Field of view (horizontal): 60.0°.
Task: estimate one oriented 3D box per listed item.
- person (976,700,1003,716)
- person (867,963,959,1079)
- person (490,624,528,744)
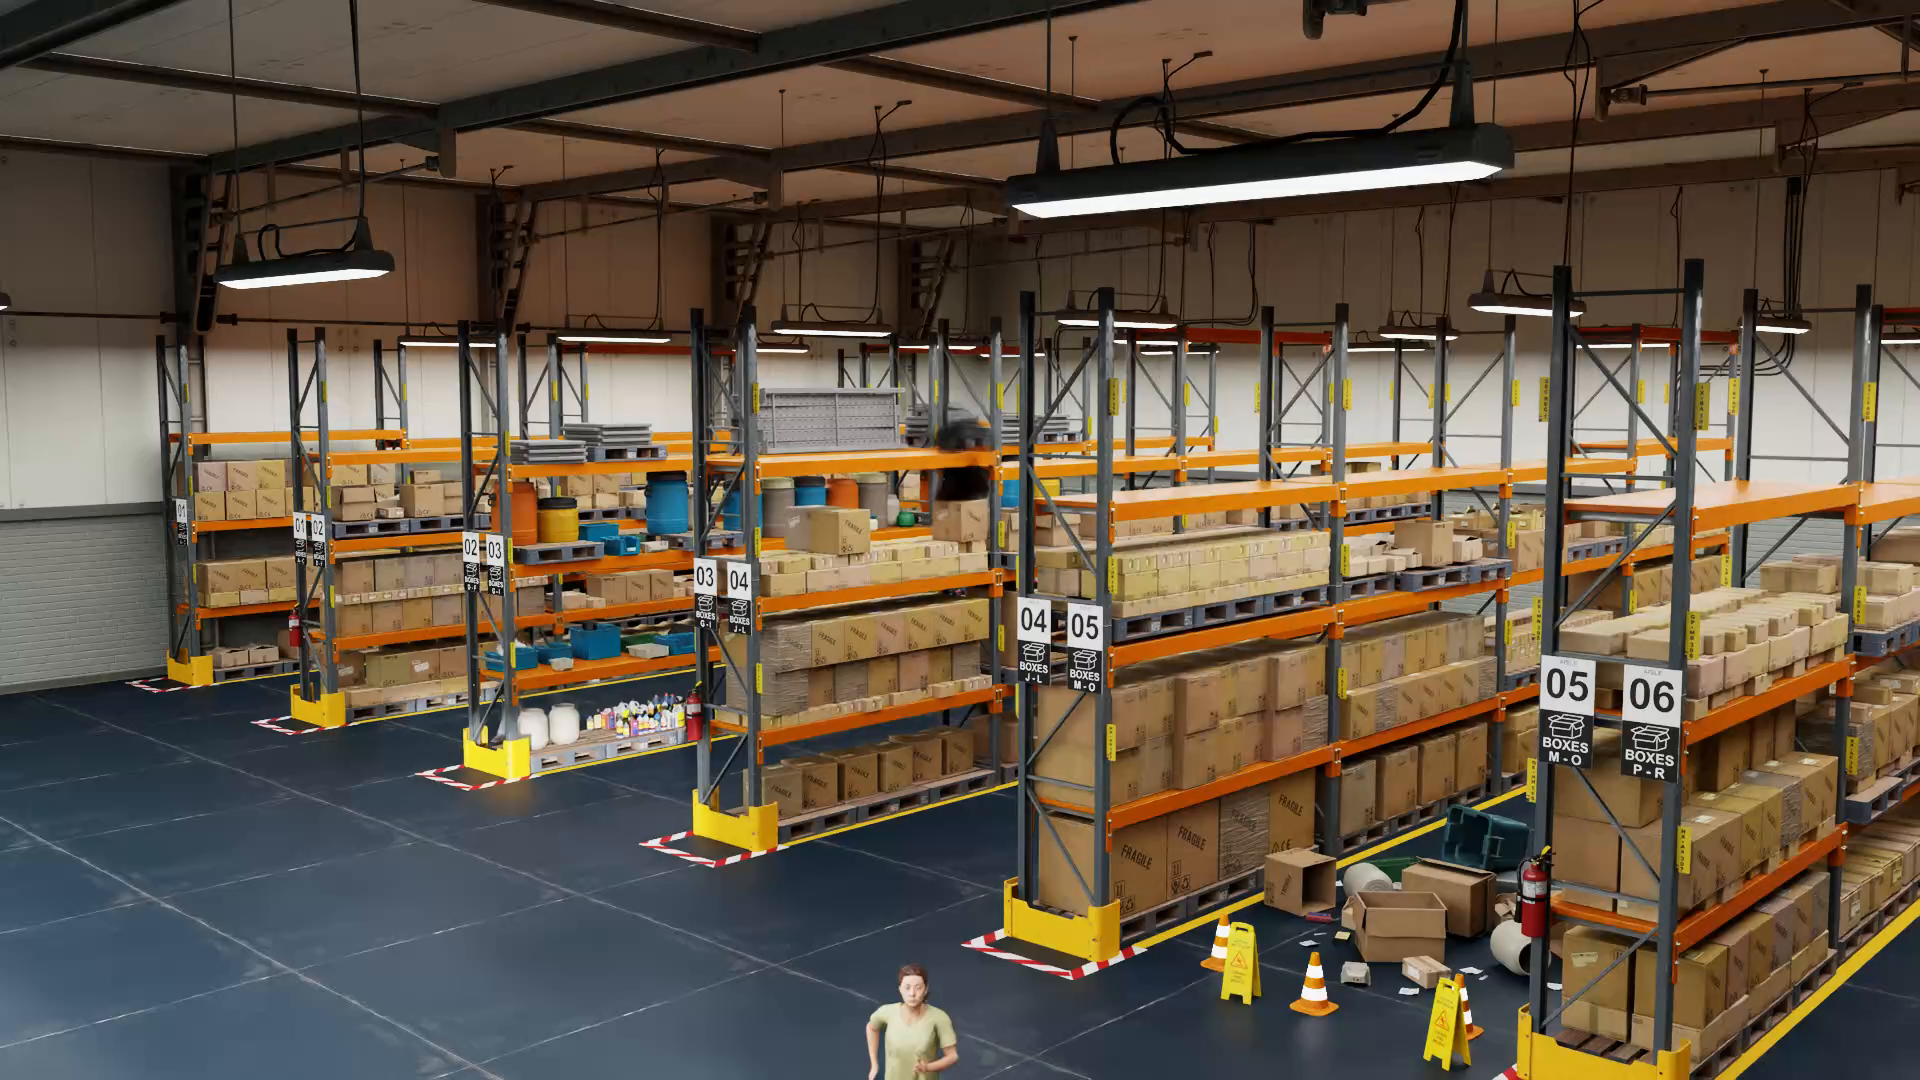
[{"bbox_3d":[0.367,1.930,25.239,0.705,1.727,0.660,3,6,32],"label":"person"},{"bbox_3d":[-0.287,3.389,10.025,0.549,1.723,0.752,0,5,-3],"label":"person"},{"bbox_3d":[-6.540,2.040,24.197,0.581,1.699,0.920,3,6,28],"label":"person"}]
